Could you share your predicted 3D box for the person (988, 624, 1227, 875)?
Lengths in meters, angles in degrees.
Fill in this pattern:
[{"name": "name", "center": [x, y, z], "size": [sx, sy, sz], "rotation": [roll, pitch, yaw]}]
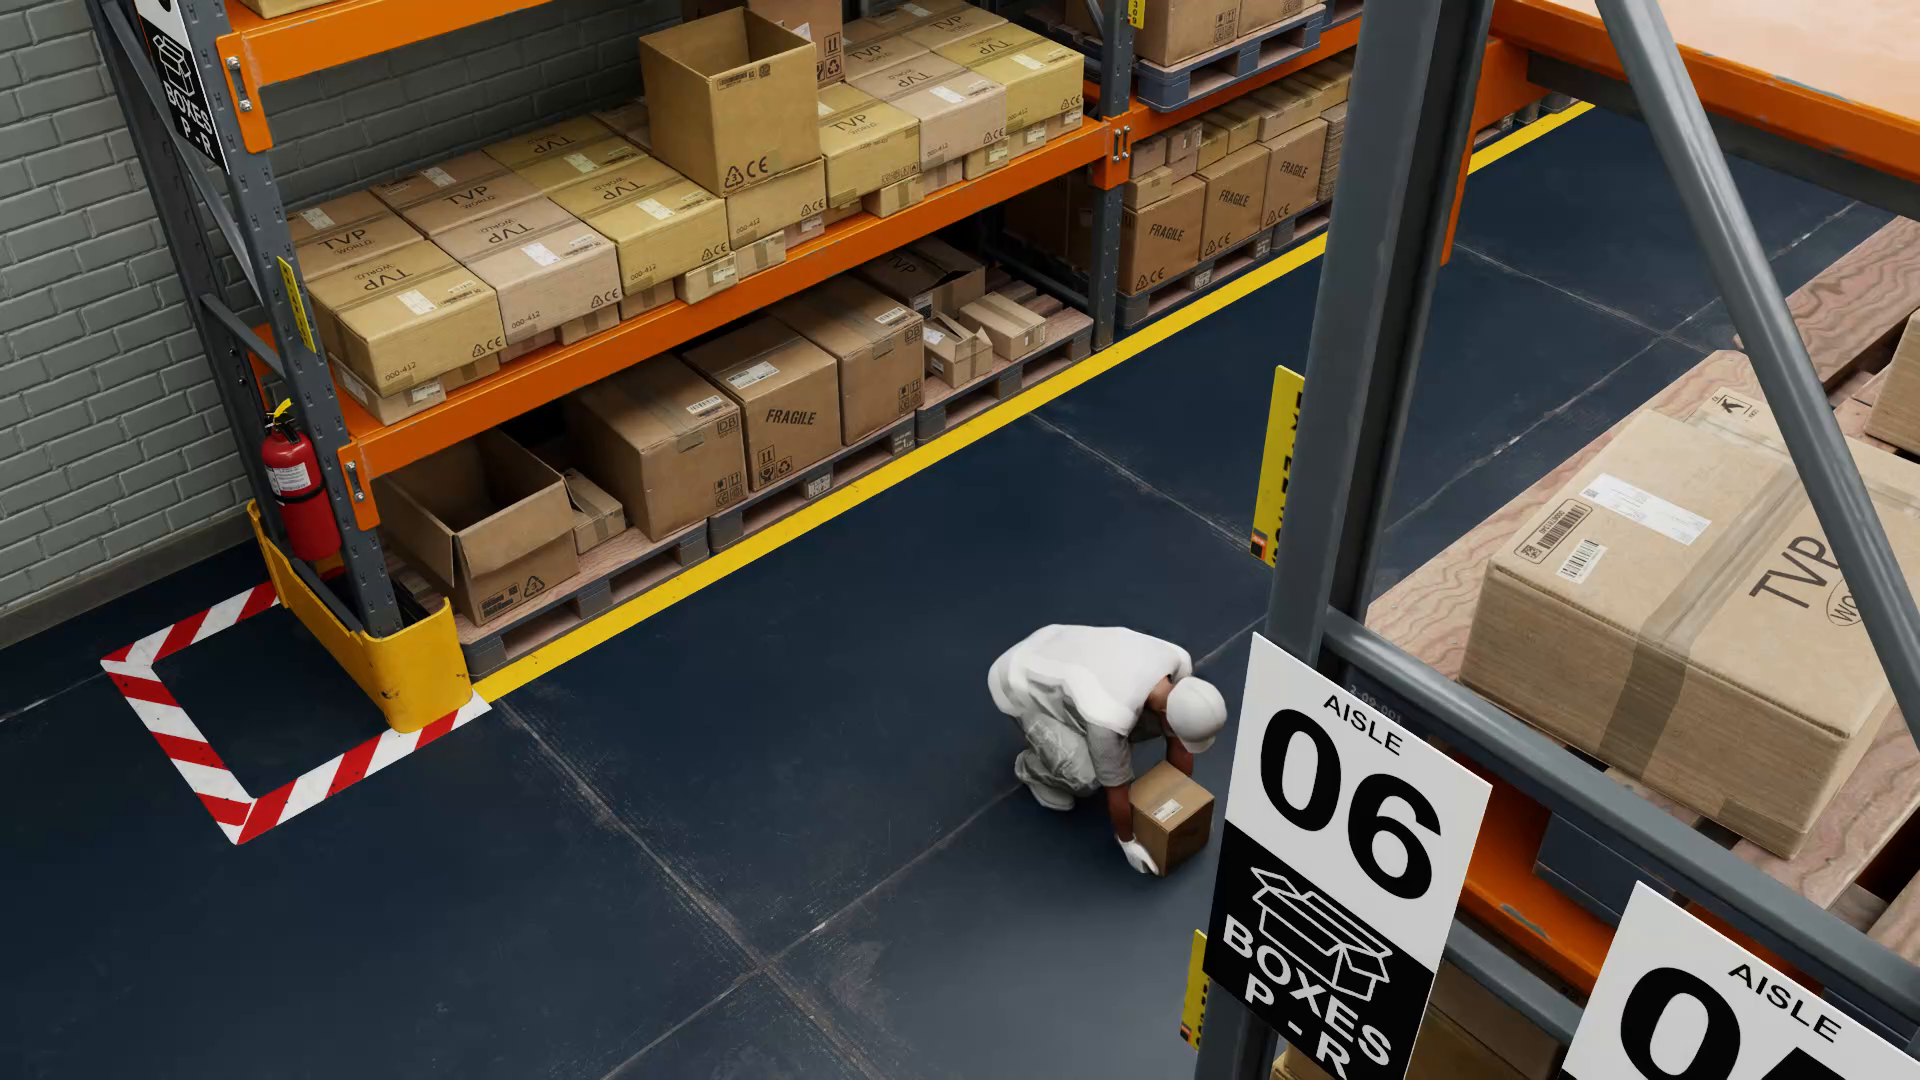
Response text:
[{"name": "person", "center": [0.547, 0.690, 6.148], "size": [0.575, 0.876, 0.937], "rotation": [-31, 48, -32]}]
